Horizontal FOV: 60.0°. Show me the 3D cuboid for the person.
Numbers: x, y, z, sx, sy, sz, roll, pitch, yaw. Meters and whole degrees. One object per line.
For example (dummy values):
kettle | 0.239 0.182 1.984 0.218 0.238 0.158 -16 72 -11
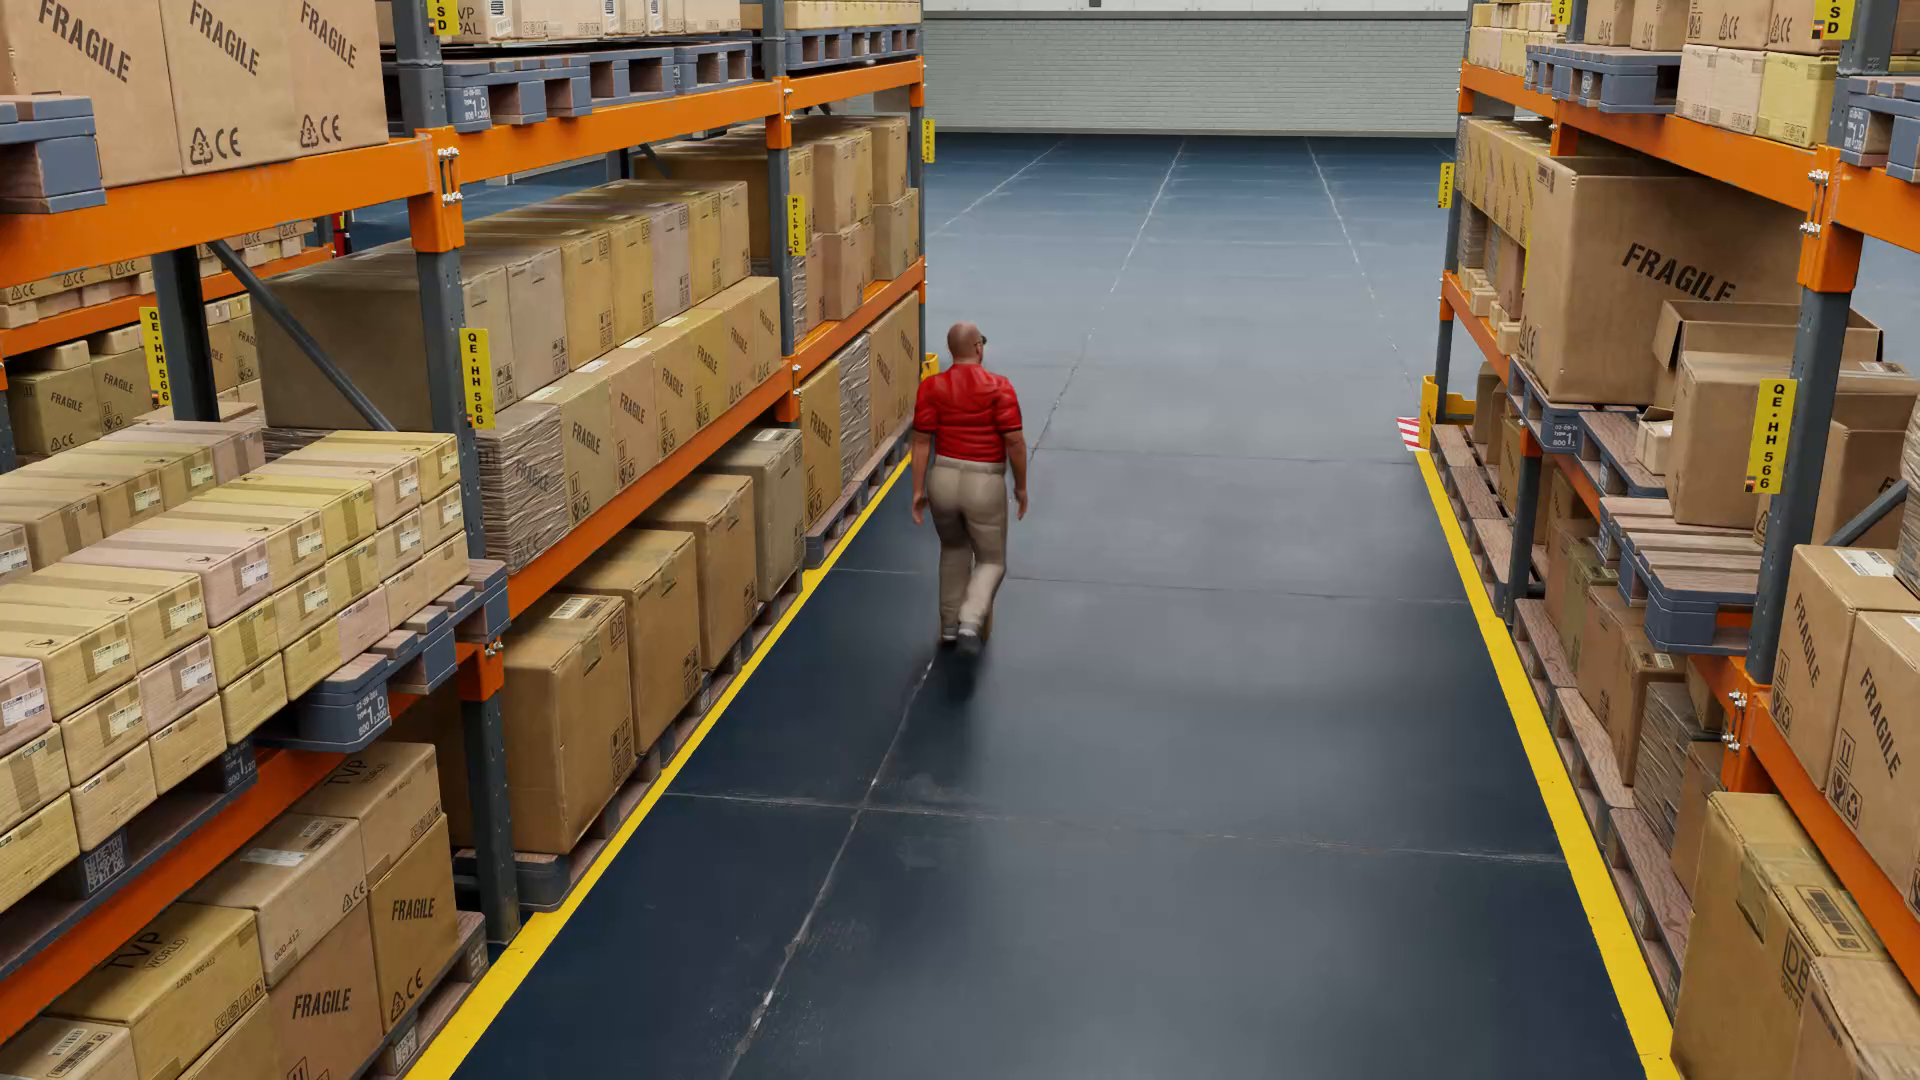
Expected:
person | 0.028 -0.222 8.287 0.584 1.701 0.788 5 19 17
